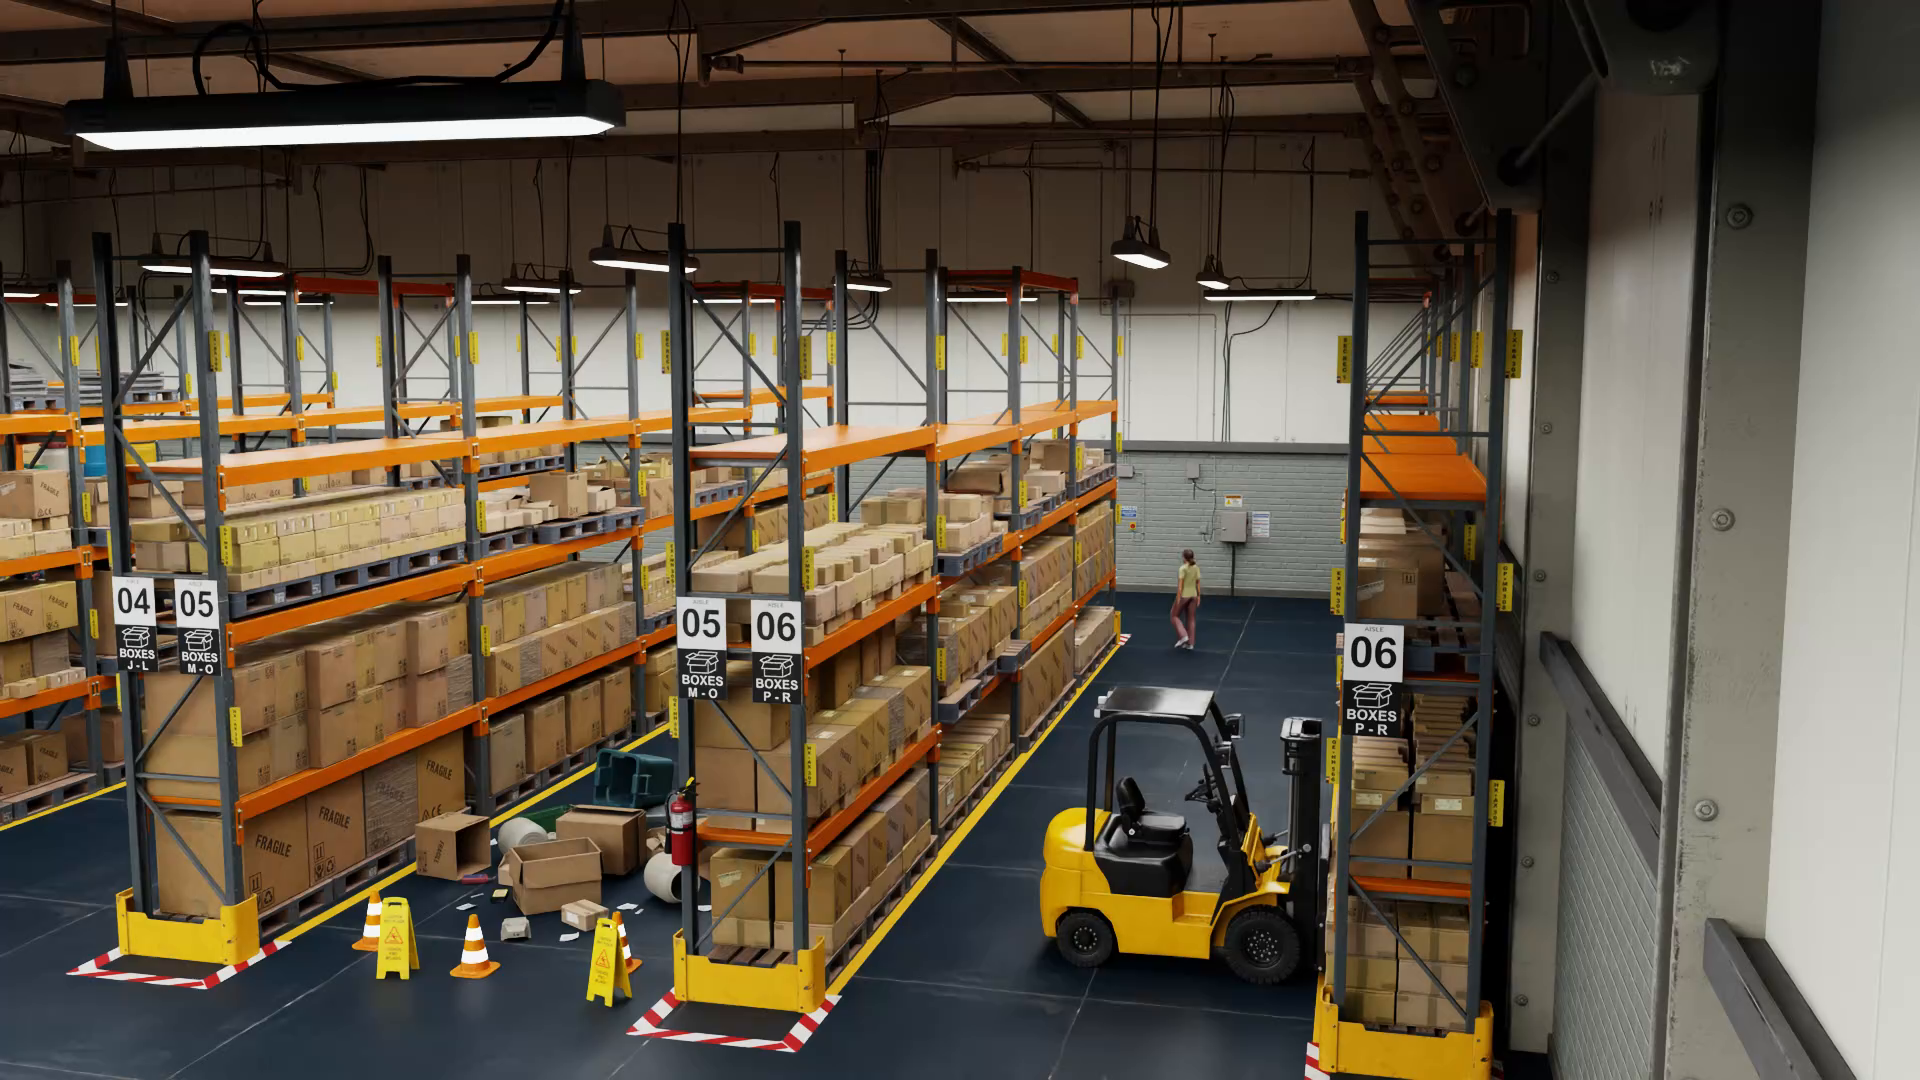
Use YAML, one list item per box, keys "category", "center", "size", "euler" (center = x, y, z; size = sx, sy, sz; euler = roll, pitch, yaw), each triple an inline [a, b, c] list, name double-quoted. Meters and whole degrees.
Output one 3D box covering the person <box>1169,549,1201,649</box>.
- category: "person"
  center: [3.776, 0.979, 27.574]
  size: [0.487, 1.670, 0.461]
  euler: [-4, 8, -27]
